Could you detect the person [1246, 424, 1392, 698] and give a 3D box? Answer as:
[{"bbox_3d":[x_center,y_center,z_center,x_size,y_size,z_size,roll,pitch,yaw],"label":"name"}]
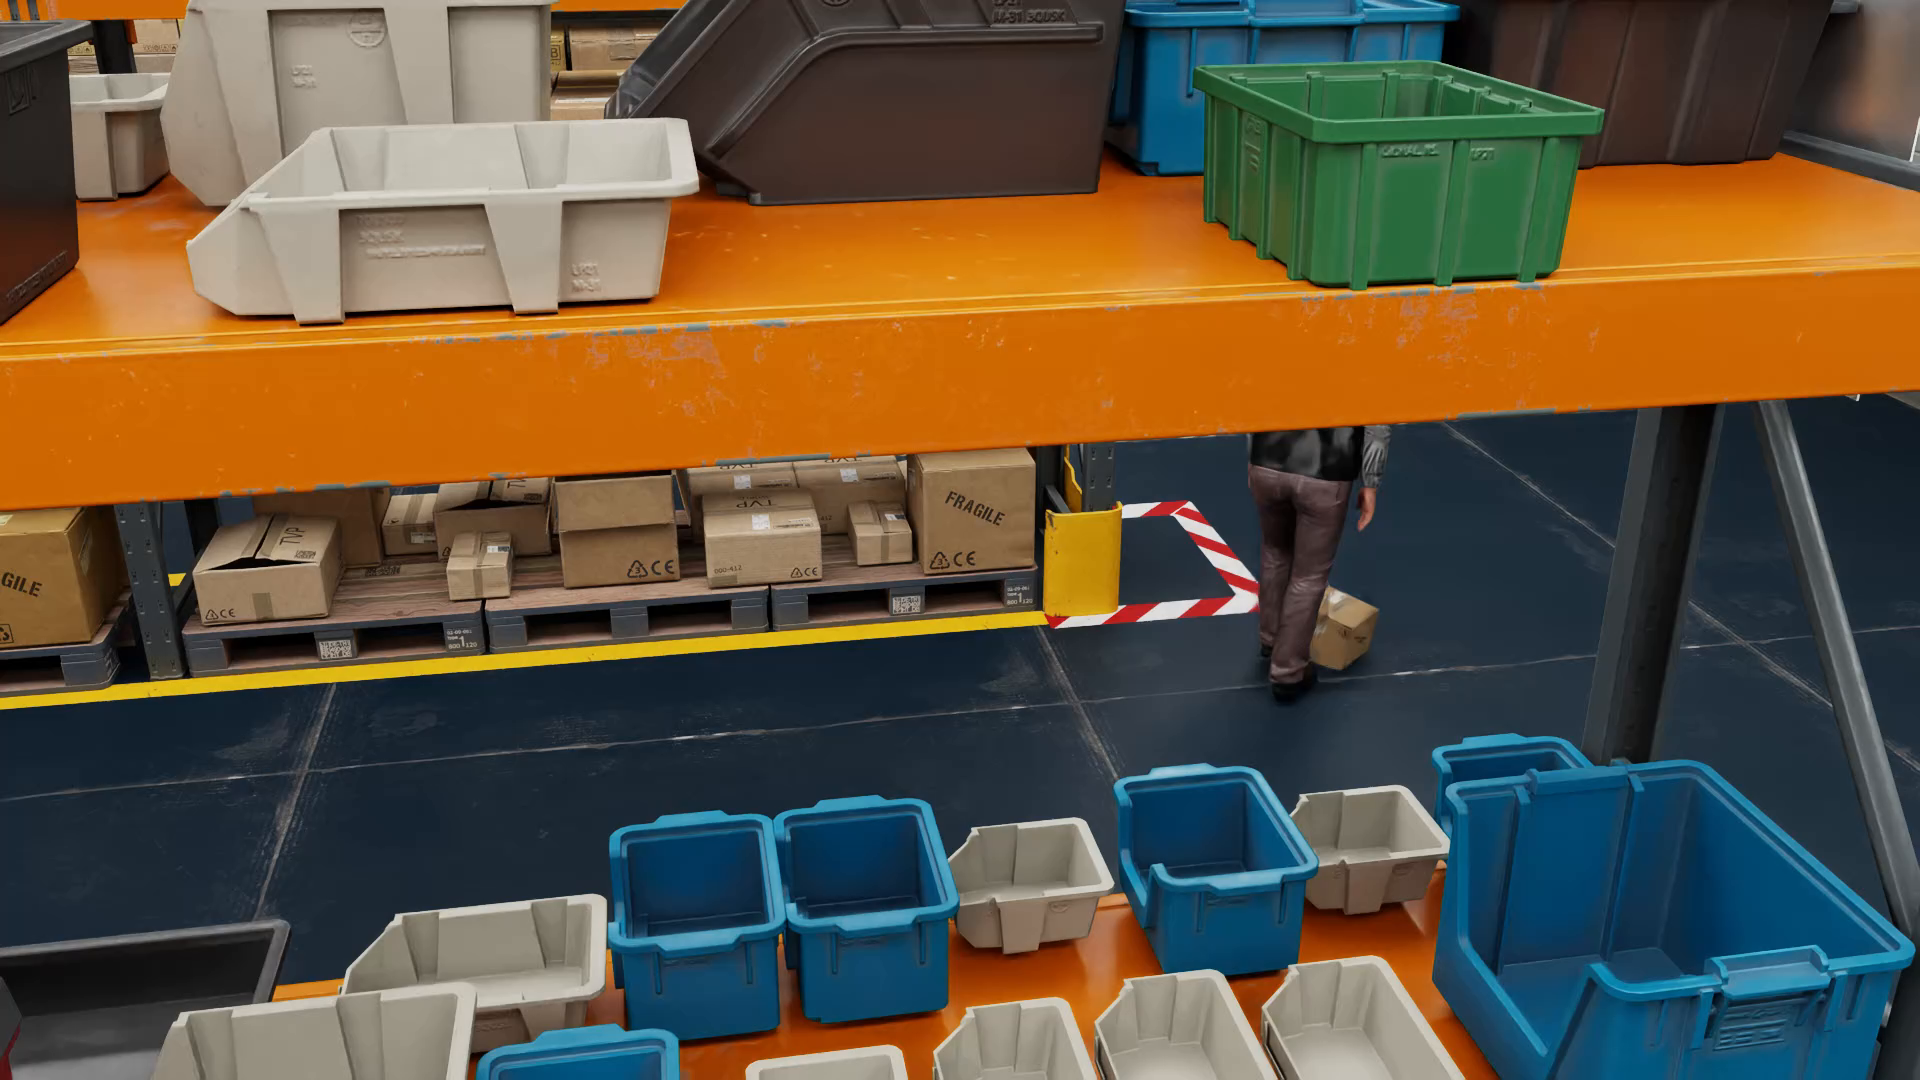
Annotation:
[{"bbox_3d":[1.395,-0.213,6.660,0.585,1.733,0.596,14,27,30],"label":"person"}]
